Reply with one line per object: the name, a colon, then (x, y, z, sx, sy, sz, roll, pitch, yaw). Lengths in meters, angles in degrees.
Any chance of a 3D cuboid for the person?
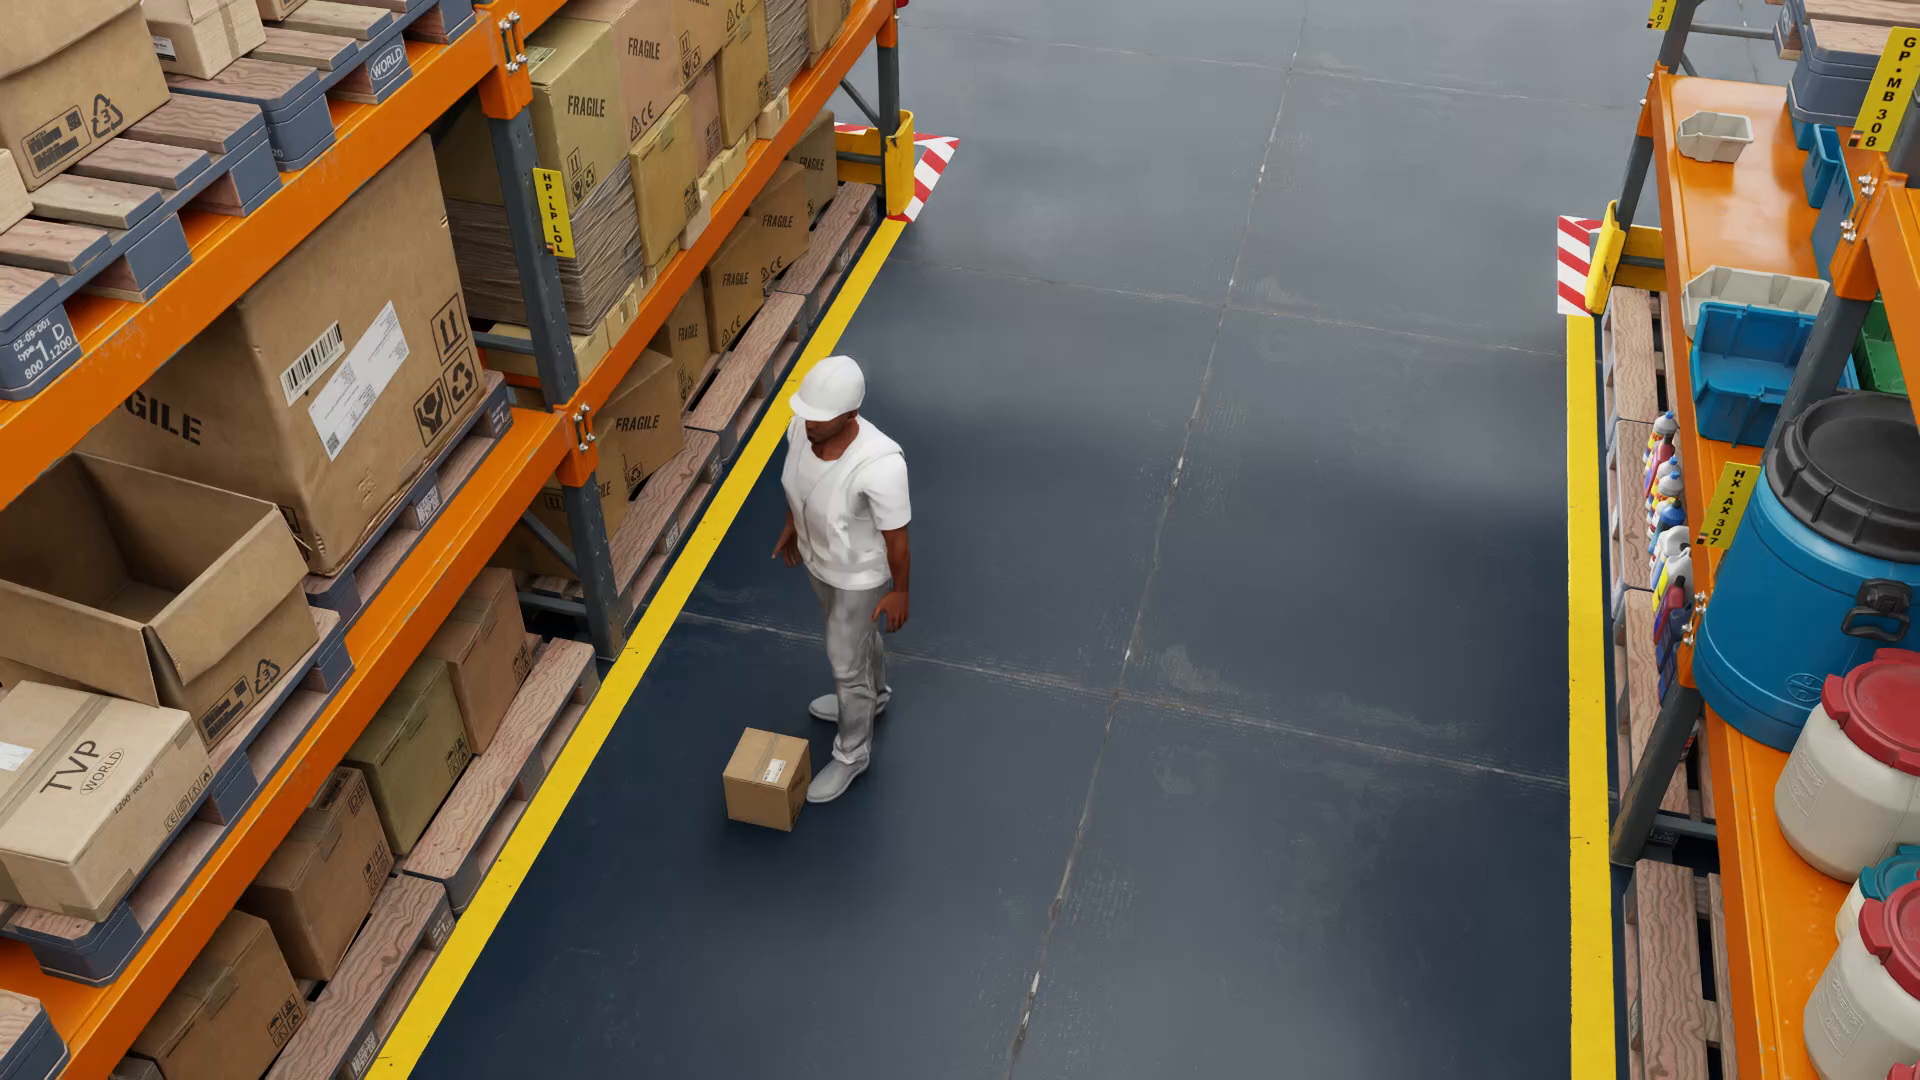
person: (-0.497, 0.104, 6.007, 0.545, 1.766, 0.610, -25, 47, -26)
